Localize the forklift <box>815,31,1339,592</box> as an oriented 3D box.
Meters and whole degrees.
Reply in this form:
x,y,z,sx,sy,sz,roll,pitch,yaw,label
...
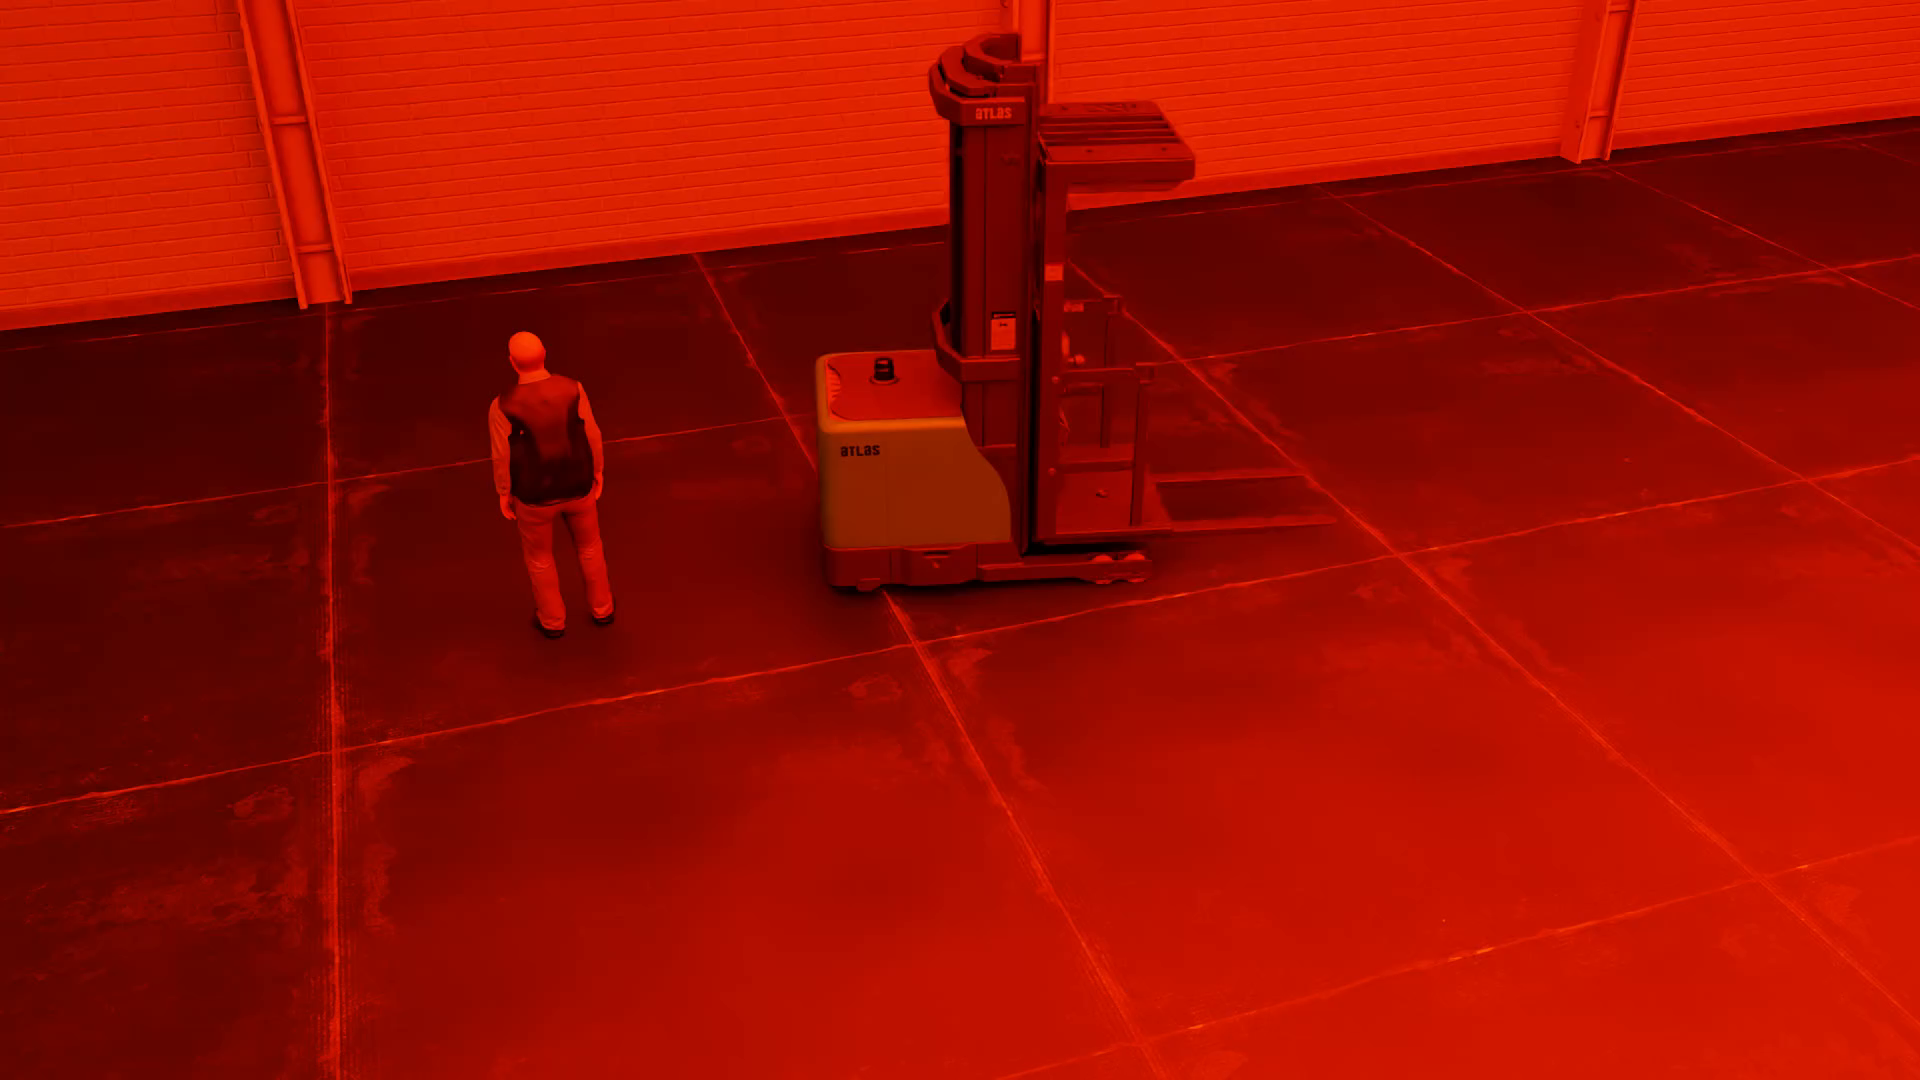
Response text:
x,y,z,sx,sy,sz,roll,pitch,yaw,label
0.685,-1.274,9.302,3.031,2.935,1.130,-3,30,-5,forklift

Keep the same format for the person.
x,y,z,sx,sy,sz,roll,pitch,yaw,label
-2.149,-0.269,8.771,0.583,1.719,0.421,-14,33,-23,person
